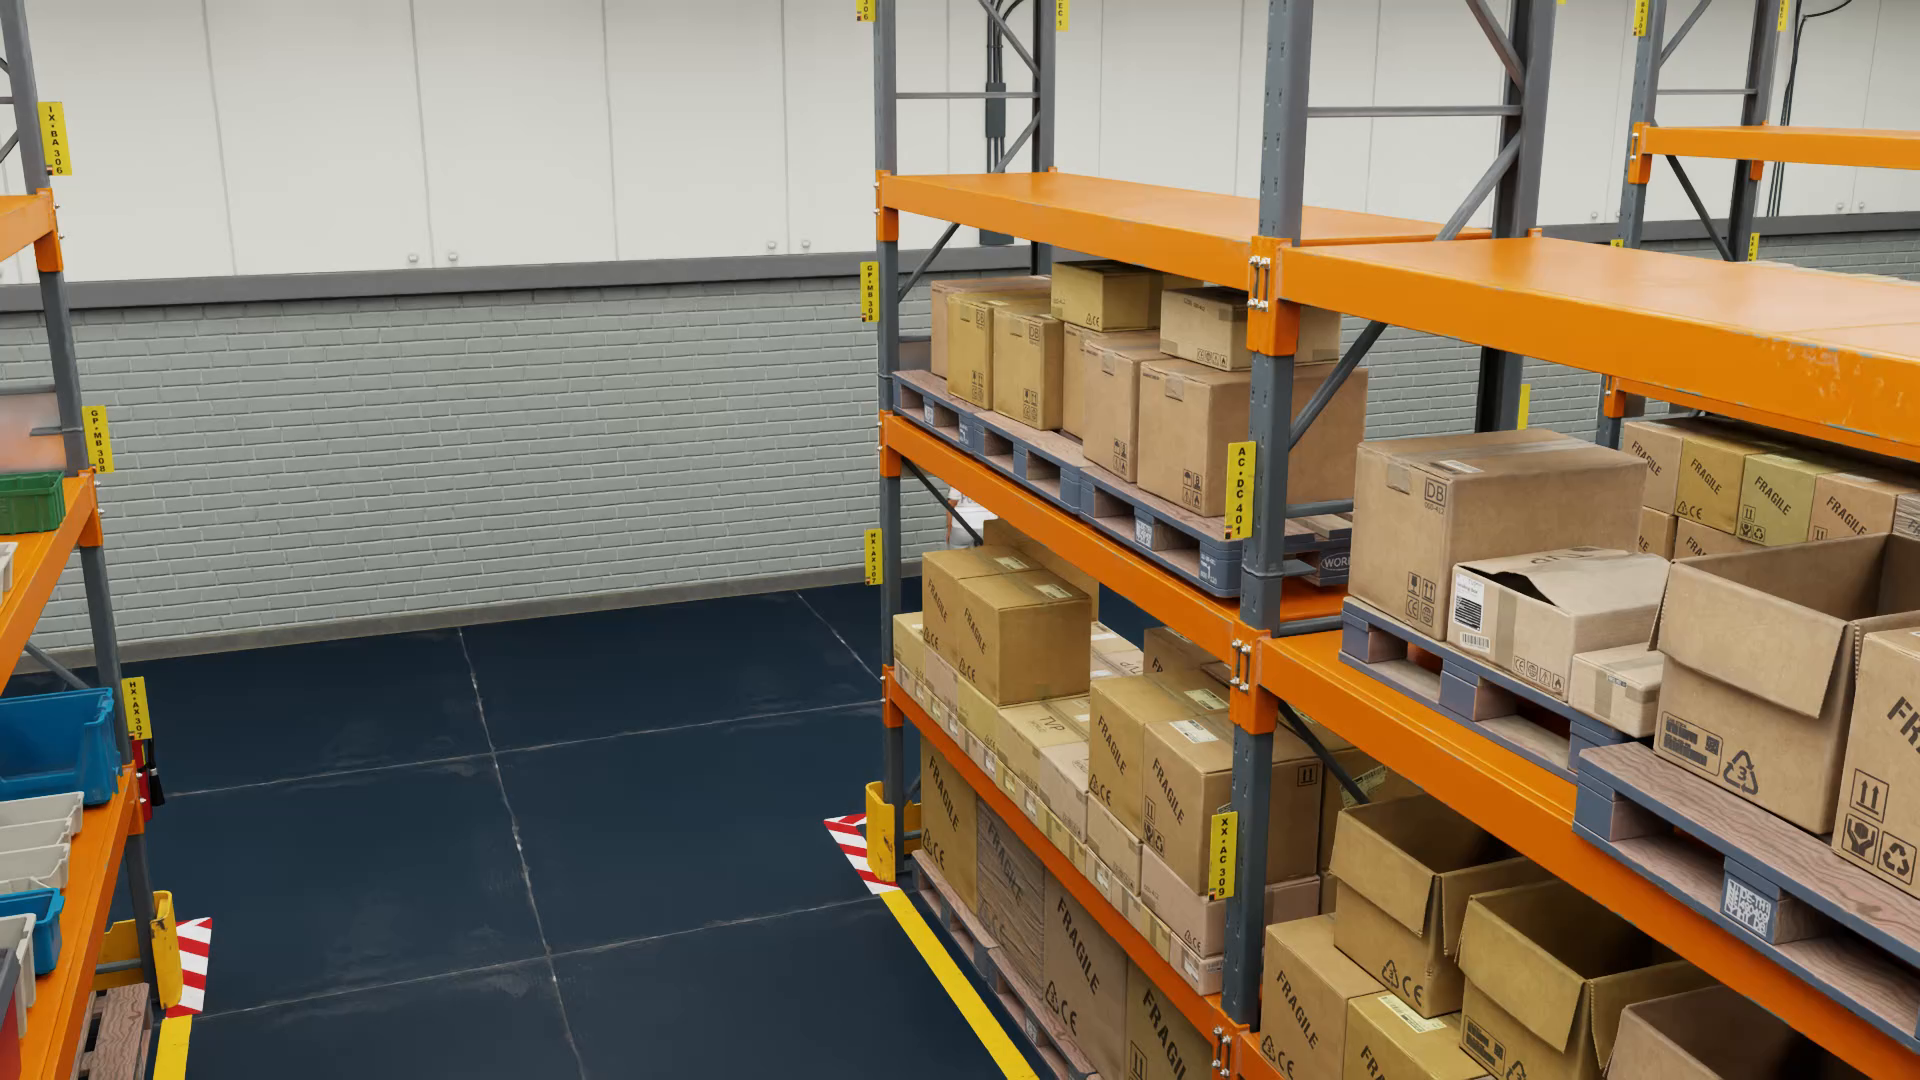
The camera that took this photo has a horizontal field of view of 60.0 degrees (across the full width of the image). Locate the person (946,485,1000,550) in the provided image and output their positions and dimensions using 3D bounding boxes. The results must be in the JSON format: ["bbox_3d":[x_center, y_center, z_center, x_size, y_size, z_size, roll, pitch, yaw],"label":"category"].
[{"bbox_3d":[0.096,-0.087,14.324,0.547,1.672,0.394,-4,16,-13],"label":"person"}]
